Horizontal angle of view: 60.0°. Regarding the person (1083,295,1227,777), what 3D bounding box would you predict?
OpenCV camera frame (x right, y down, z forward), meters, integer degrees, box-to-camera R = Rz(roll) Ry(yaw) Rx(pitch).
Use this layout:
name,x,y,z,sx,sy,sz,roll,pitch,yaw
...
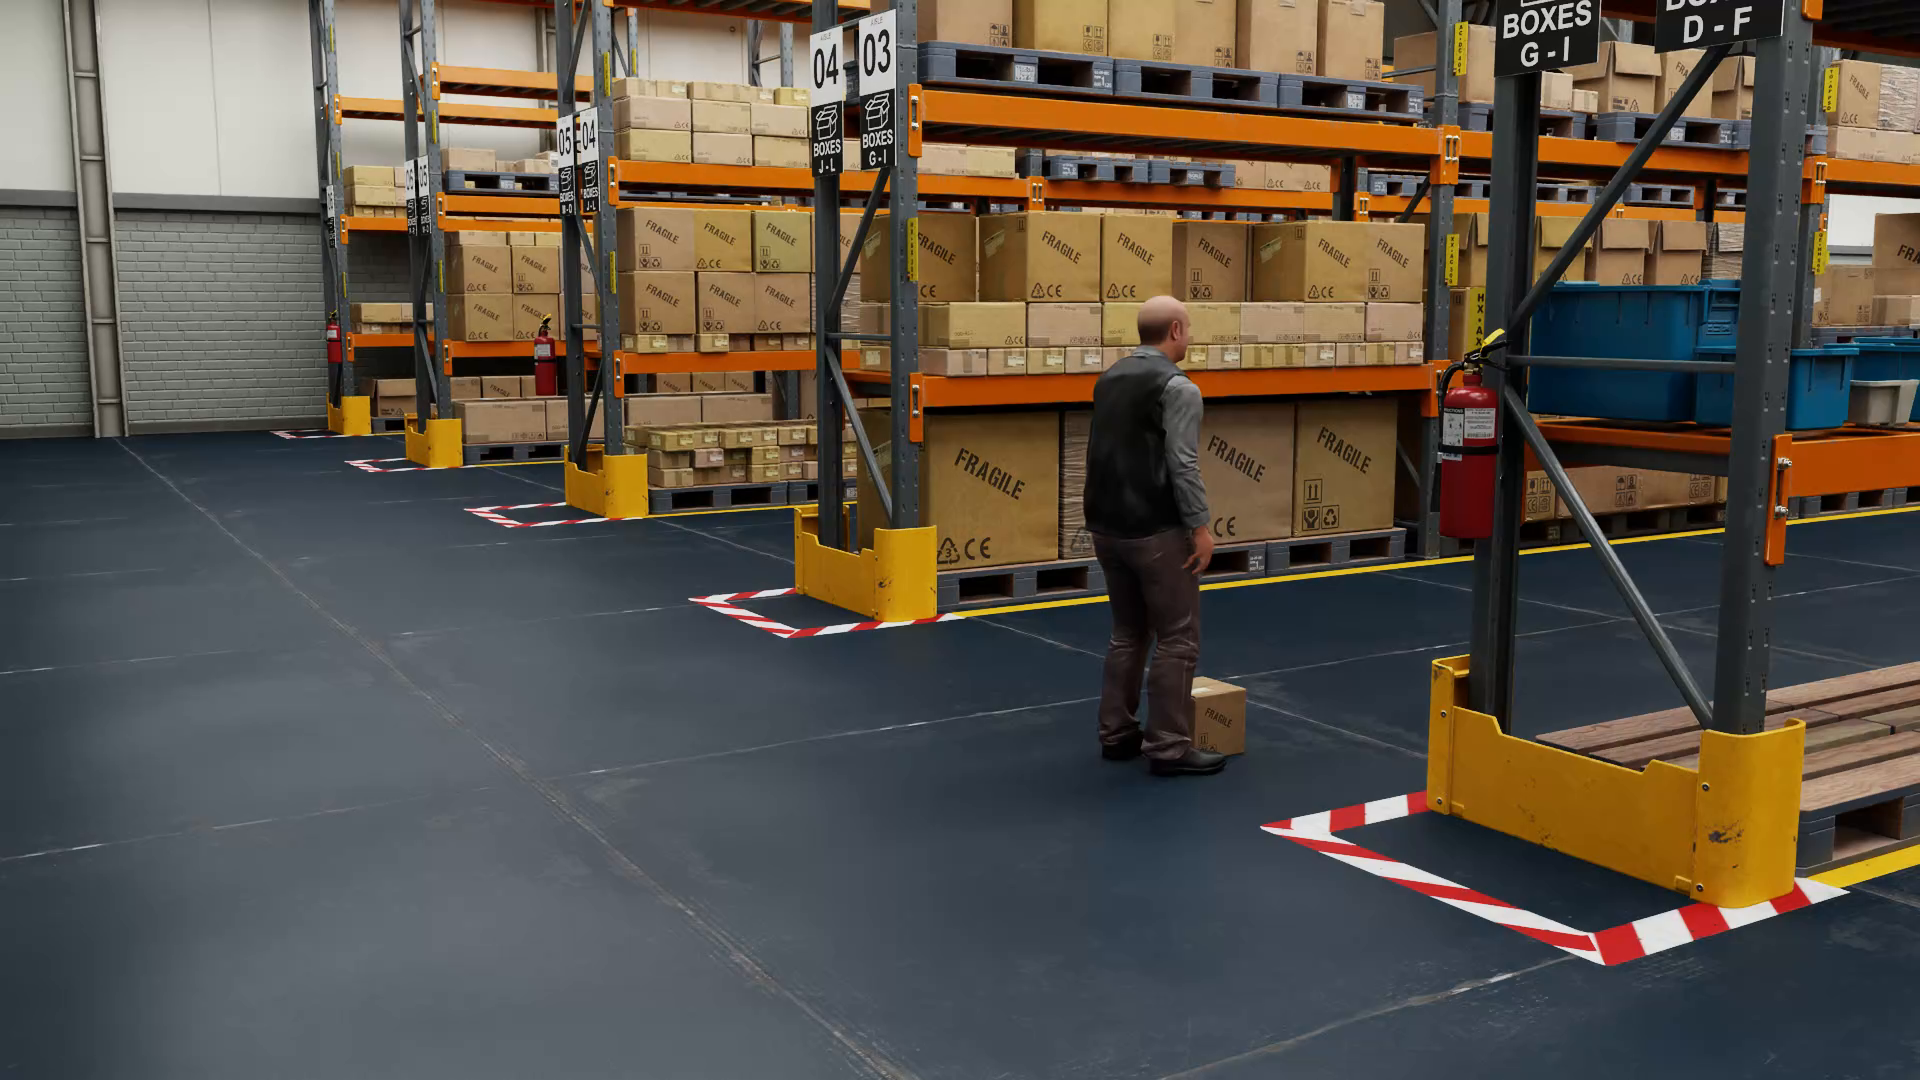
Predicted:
name,x,y,z,sx,sy,sz,roll,pitch,yaw
person,0.679,-0.026,6.089,0.418,1.721,0.580,-5,9,-30
